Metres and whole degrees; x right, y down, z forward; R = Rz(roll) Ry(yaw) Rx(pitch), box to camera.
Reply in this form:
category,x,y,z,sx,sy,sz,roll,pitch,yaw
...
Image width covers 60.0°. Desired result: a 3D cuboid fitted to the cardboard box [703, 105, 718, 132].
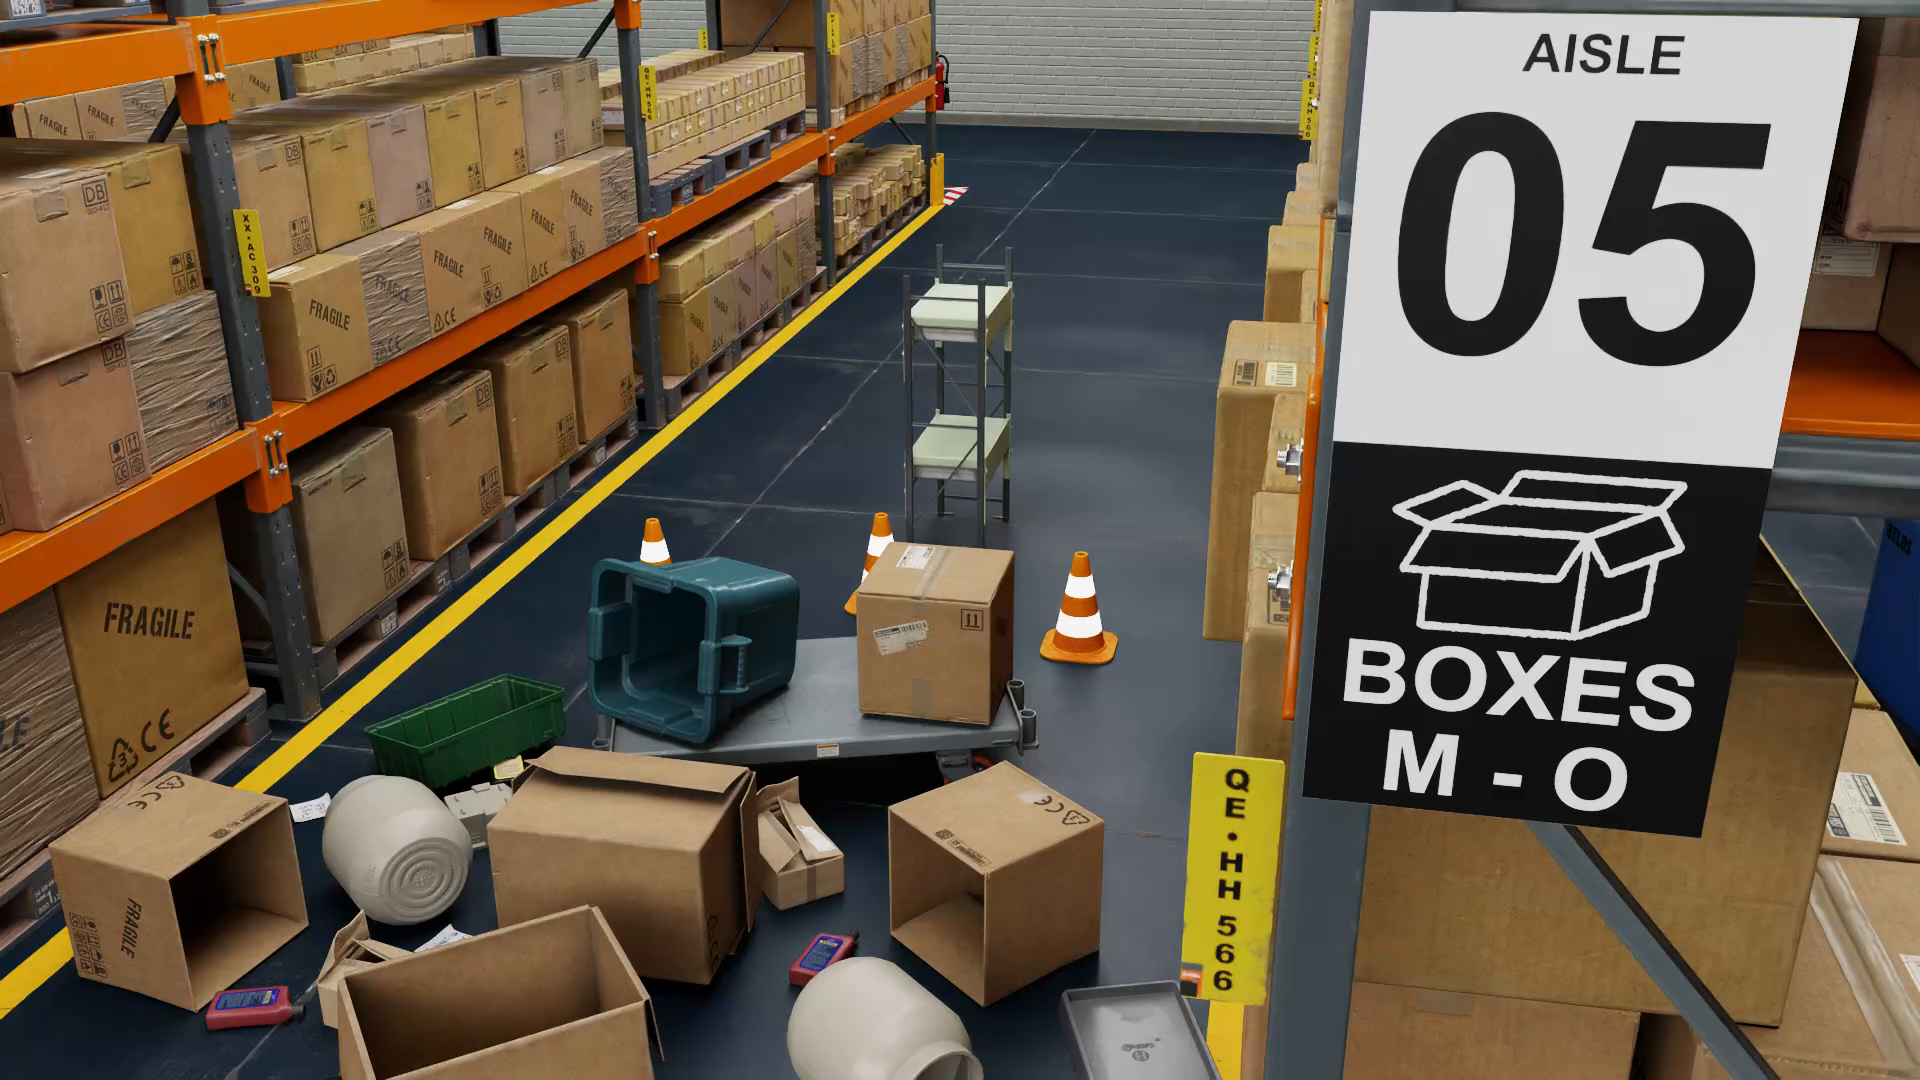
category,x,y,z,sx,sy,sz,roll,pitch,yaw
cardboard box,-1.884,-2.900,11.416,0.380,0.149,0.250,4,22,11

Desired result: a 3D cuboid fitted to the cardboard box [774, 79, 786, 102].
category,x,y,z,sx,sy,sz,roll,pitch,yaw
cardboard box,-1.564,-3.474,12.840,0.380,0.149,0.250,5,23,13

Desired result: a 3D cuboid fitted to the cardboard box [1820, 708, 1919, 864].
category,x,y,z,sx,sy,sz,roll,pitch,yaw
cardboard box,1.318,0.598,2.822,0.500,0.500,0.500,5,23,13

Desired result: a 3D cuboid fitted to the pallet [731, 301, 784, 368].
category,x,y,z,sx,sy,sz,roll,pitch,yaw
pallet,-1.974,-1.579,12.492,1.003,0.211,1.213,4,22,11

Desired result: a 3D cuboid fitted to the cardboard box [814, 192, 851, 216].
category,x,y,z,sx,sy,sz,roll,pitch,yaw
cardboard box,-1.183,-2.960,14.645,0.380,0.149,0.250,6,23,14

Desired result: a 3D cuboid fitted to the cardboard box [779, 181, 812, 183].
category,x,y,z,sx,sy,sz,roll,pitch,yaw
cardboard box,-1.566,-3.180,15.193,0.380,0.149,0.250,5,23,13

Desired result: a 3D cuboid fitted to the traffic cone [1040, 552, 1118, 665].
category,x,y,z,sx,sy,sz,roll,pitch,yaw
traffic cone,0.546,0.278,7.545,0.336,0.463,0.334,4,22,11

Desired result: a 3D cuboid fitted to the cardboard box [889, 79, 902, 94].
category,x,y,z,sx,sy,sz,roll,pitch,yaw
cardboard box,-0.780,-4.440,16.200,0.380,0.149,0.250,3,22,9

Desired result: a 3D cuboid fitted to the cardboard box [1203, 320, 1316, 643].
category,x,y,z,sx,sy,sz,roll,pitch,yaw
cardboard box,0.852,-0.106,3.232,0.700,0.500,0.500,4,22,10

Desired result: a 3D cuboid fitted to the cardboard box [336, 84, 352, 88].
category,x,y,z,sx,sy,sz,roll,pitch,yaw
cardboard box,-5.913,-4.179,15.551,0.380,0.149,0.250,5,23,13

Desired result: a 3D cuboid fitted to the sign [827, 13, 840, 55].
category,x,y,z,sx,sy,sz,roll,pitch,yaw
sign,-1.026,-4.101,13.472,0.100,0.325,0.005,4,22,11

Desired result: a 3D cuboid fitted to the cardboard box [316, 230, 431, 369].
category,x,y,z,sx,sy,sz,roll,pitch,yaw
cardboard box,-2.730,-1.082,7.392,0.500,0.500,0.500,5,22,11

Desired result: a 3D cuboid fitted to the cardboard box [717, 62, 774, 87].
category,x,y,z,sx,sy,sz,roll,pitch,yaw
cardboard box,-1.623,-3.509,12.529,0.380,0.149,0.250,4,22,11

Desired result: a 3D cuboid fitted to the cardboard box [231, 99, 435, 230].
category,x,y,z,sx,sy,sz,roll,pitch,yaw
cardboard box,-2.901,-1.745,7.698,0.700,0.500,0.500,5,22,11

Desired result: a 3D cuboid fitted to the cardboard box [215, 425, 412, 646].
category,x,y,z,sx,sy,sz,roll,pitch,yaw
cardboard box,-3.164,-0.064,7.448,1.050,0.750,0.750,4,22,11

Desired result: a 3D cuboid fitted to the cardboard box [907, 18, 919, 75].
category,x,y,z,sx,sy,sz,roll,pitch,yaw
cardboard box,-0.704,-4.880,16.424,0.500,0.500,0.500,4,22,10

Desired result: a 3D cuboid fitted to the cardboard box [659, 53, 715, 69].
category,x,y,z,sx,sy,sz,roll,pitch,yaw
cardboard box,-2.152,-3.748,13.122,0.380,0.149,0.250,5,22,12

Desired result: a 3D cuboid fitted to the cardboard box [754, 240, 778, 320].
category,x,y,z,sx,sy,sz,roll,pitch,yaw
cardboard box,-1.689,-1.976,12.528,0.500,0.500,0.500,4,22,10

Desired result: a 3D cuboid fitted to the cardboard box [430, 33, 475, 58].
category,x,y,z,sx,sy,sz,roll,pitch,yaw
cardboard box,-5.428,-5.354,17.935,0.500,0.250,0.500,4,22,10

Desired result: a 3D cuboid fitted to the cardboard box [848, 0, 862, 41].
category,x,y,z,sx,sy,sz,roll,pitch,yaw
cardboard box,-1.149,-4.590,14.366,0.500,0.500,0.500,4,22,9

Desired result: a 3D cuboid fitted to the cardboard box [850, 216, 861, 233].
category,x,y,z,sx,sy,sz,roll,pitch,yaw
cardboard box,-1.124,-2.875,15.231,0.380,0.149,0.250,4,22,10

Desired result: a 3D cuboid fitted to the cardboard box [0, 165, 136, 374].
category,x,y,z,sx,sy,sz,roll,pitch,yaw
cardboard box,-3.310,-0.907,5.445,0.875,0.550,0.550,4,22,11

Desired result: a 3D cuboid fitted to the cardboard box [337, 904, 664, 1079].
category,x,y,z,sx,sy,sz,roll,pitch,yaw
cardboard box,-1.272,1.447,4.588,0.797,0.503,0.637,-11,25,-26

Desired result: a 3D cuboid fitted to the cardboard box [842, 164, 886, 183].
category,x,y,z,sx,sy,sz,roll,pitch,yaw
cardboard box,-0.927,-3.531,16.064,0.380,0.149,0.250,4,22,9

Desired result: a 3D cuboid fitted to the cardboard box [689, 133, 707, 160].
category,x,y,z,sx,sy,sz,roll,pitch,yaw
cardboard box,-1.935,-2.664,11.228,0.380,0.149,0.250,5,23,13

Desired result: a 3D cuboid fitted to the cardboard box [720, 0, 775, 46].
category,x,y,z,sx,sy,sz,roll,pitch,yaw
cardboard box,-1.739,-4.446,14.007,0.500,0.500,0.500,4,22,9

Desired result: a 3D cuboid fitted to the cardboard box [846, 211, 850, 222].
category,x,y,z,sx,sy,sz,roll,pitch,yaw
cardboard box,-1.205,-2.915,14.932,0.380,0.149,0.250,4,22,11

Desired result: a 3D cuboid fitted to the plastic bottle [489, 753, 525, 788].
category,x,y,z,sx,sy,sz,roll,pitch,yaw
plastic bottle,-1.782,0.900,6.537,0.133,0.061,0.283,-7,23,-17

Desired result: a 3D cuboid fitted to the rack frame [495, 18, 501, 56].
category,x,y,z,sx,sy,sz,roll,pitch,yaw
rack frame,-5.589,-5.483,18.453,1.000,3.000,0.127,4,22,11

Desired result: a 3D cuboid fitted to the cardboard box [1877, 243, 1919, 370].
category,x,y,z,sx,sy,sz,roll,pitch,yaw
cardboard box,1.233,-0.247,1.774,0.380,0.149,0.250,4,22,11

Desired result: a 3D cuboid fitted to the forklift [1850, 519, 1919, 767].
category,x,y,z,sx,sy,sz,roll,pitch,yaw
forklift,4.000,-0.015,4.969,1.130,2.935,3.031,2,22,5

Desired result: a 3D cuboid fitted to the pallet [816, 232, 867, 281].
category,x,y,z,sx,sy,sz,roll,pitch,yaw
pallet,-1.468,-2.560,14.927,1.003,0.211,1.213,4,22,11

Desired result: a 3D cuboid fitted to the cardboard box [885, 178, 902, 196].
category,x,y,z,sx,sy,sz,roll,pitch,yaw
cardboard box,-0.780,-3.483,16.342,0.380,0.149,0.250,5,22,12

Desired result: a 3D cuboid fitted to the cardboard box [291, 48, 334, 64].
category,x,y,z,sx,sy,sz,roll,pitch,yaw
cardboard box,-6.057,-4.592,15.039,0.500,0.500,0.500,4,22,11

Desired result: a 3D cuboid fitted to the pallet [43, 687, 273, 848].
category,x,y,z,sx,sy,sz,roll,pitch,yaw
pallet,-3.434,0.886,6.370,1.003,0.211,1.213,4,22,11

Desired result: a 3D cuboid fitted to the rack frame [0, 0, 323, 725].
category,x,y,z,sx,sy,sz,roll,pitch,yaw
rack frame,-3.203,-0.679,6.525,1.000,3.000,0.127,4,22,11

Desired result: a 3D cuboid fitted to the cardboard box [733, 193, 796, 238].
category,x,y,z,sx,sy,sz,roll,pitch,yaw
cardboard box,-1.593,-2.510,12.850,0.500,0.250,0.500,6,23,13

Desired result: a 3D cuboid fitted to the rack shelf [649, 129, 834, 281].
category,x,y,z,sx,sy,sz,roll,pitch,yaw
rack shelf,-1.978,-2.540,12.108,1.077,0.370,4.000,4,22,11

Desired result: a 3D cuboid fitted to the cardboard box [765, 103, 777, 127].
category,x,y,z,sx,sy,sz,roll,pitch,yaw
cardboard box,-1.614,-3.245,12.670,0.380,0.149,0.250,3,22,8

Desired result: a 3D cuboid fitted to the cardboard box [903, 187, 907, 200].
category,x,y,z,sx,sy,sz,roll,pitch,yaw
cardboard box,-0.749,-3.540,16.882,0.380,0.149,0.250,4,22,11

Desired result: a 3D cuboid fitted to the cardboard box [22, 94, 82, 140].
category,x,y,z,sx,sy,sz,roll,pitch,yaw
cardboard box,-6.753,-2.949,12.028,0.500,0.500,0.500,4,22,9

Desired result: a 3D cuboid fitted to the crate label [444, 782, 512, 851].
category,x,y,z,sx,sy,sz,roll,pitch,yaw
crate label,-1.771,1.015,6.149,0.298,0.136,0.250,-11,25,-26

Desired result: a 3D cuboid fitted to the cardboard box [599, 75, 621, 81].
category,x,y,z,sx,sy,sz,roll,pitch,yaw
cardboard box,-2.469,-3.183,11.720,0.380,0.149,0.250,6,23,14

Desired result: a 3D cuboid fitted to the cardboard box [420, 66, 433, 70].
category,x,y,z,sx,sy,sz,roll,pitch,yaw
cardboard box,-5.599,-4.743,16.950,0.380,0.149,0.250,5,22,11

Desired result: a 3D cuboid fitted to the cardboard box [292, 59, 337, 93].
category,x,y,z,sx,sy,sz,roll,pitch,yaw
cardboard box,-6.053,-4.240,15.170,0.500,0.250,0.500,4,22,10

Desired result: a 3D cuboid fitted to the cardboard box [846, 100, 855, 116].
category,x,y,z,sx,sy,sz,roll,pitch,yaw
cardboard box,-1.148,-3.868,14.778,0.380,0.149,0.250,3,22,9

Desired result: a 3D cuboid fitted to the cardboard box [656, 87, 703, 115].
category,x,y,z,sx,sy,sz,roll,pitch,yaw
cardboard box,-1.941,-2.935,11.104,0.380,0.149,0.250,4,22,9

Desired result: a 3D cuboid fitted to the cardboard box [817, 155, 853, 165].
category,x,y,z,sx,sy,sz,roll,pitch,yaw
cardboard box,-1.278,-3.761,16.635,0.380,0.149,0.250,3,22,8

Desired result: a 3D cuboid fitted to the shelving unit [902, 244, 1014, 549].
category,x,y,z,sx,sy,sz,roll,pitch,yaw
shelving unit,-0.001,-0.693,8.567,0.431,1.500,0.755,4,22,11
